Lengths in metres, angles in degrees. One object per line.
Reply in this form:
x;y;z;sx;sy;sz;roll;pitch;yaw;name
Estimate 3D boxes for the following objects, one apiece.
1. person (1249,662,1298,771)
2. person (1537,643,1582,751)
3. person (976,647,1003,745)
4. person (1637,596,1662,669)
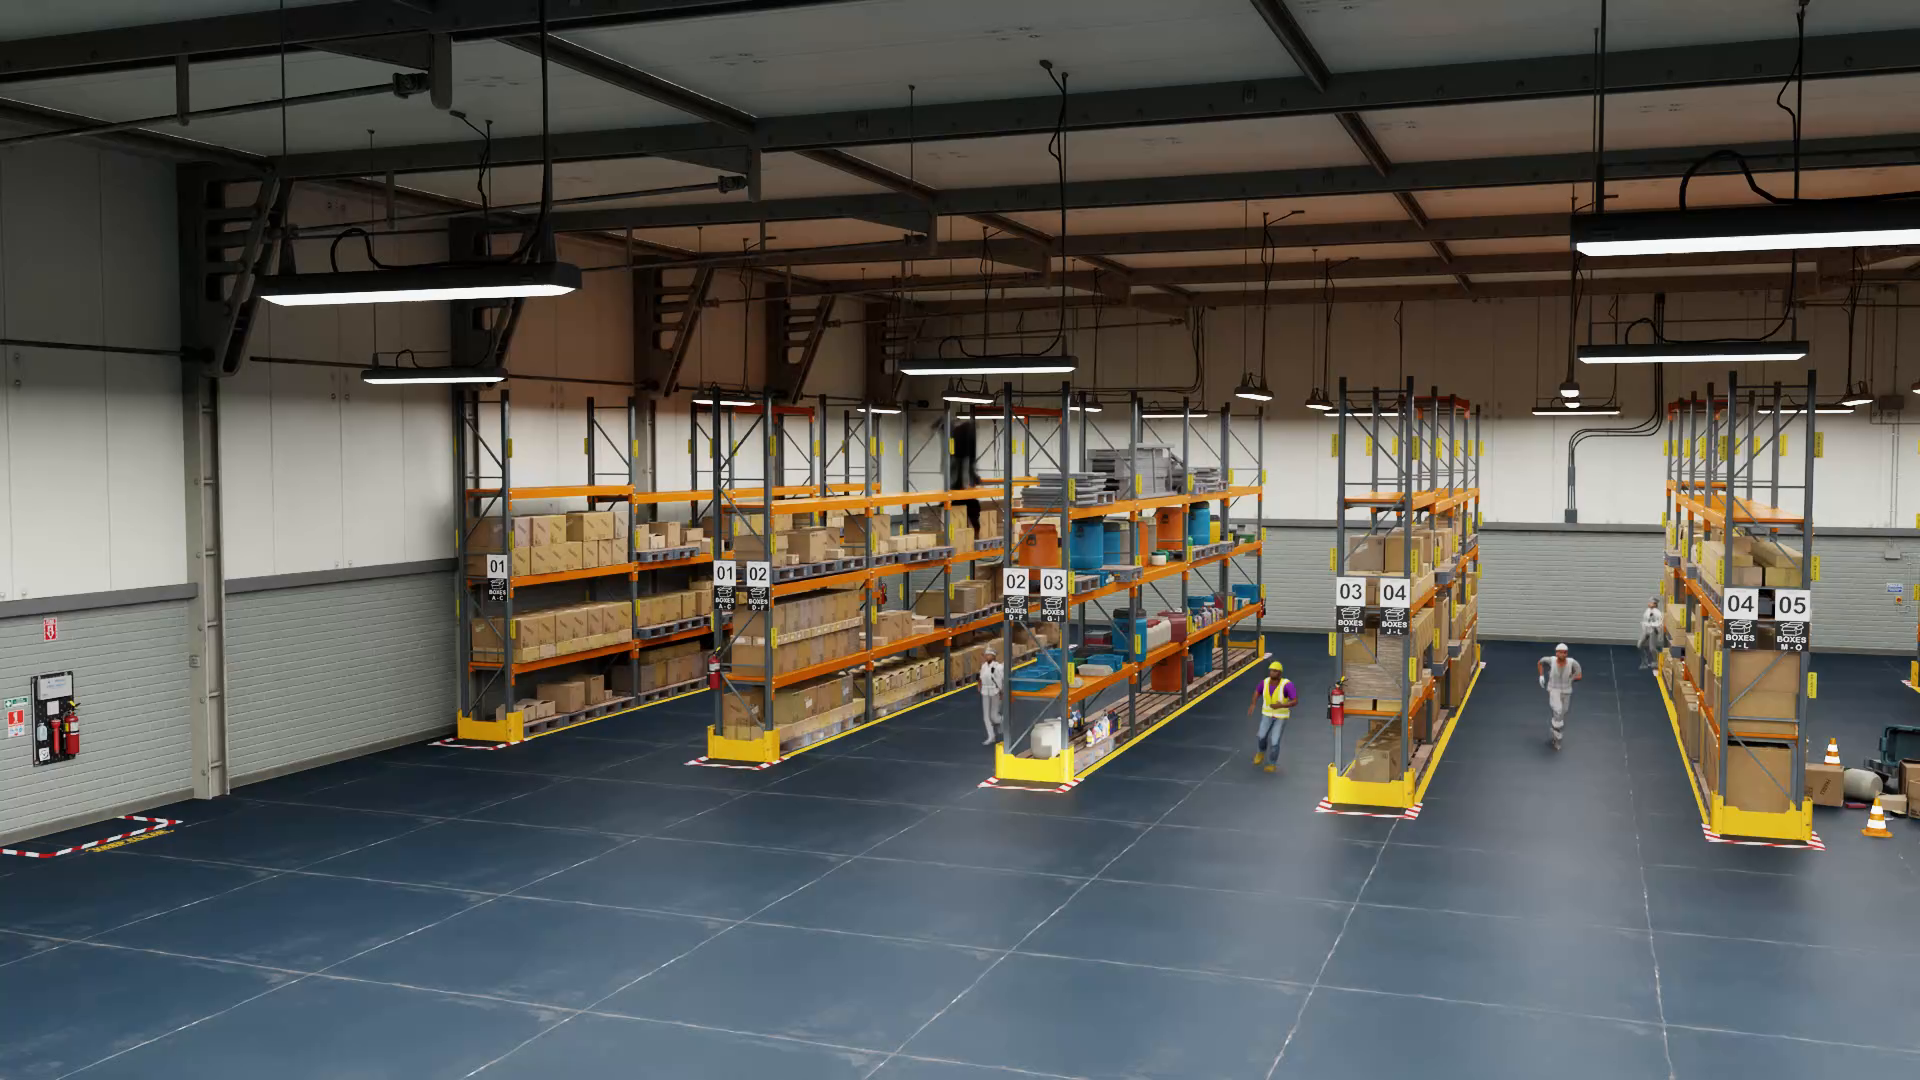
4.841;2.737;25.747;0.807;1.720;0.607;1;3;21;person
10.051;2.594;27.903;0.649;1.783;0.972;0;3;5;person
0.575;2.631;28.220;0.603;1.677;0.630;2;4;33;person
15.661;2.122;37.557;0.632;1.714;0.601;-1;3;-21;person
